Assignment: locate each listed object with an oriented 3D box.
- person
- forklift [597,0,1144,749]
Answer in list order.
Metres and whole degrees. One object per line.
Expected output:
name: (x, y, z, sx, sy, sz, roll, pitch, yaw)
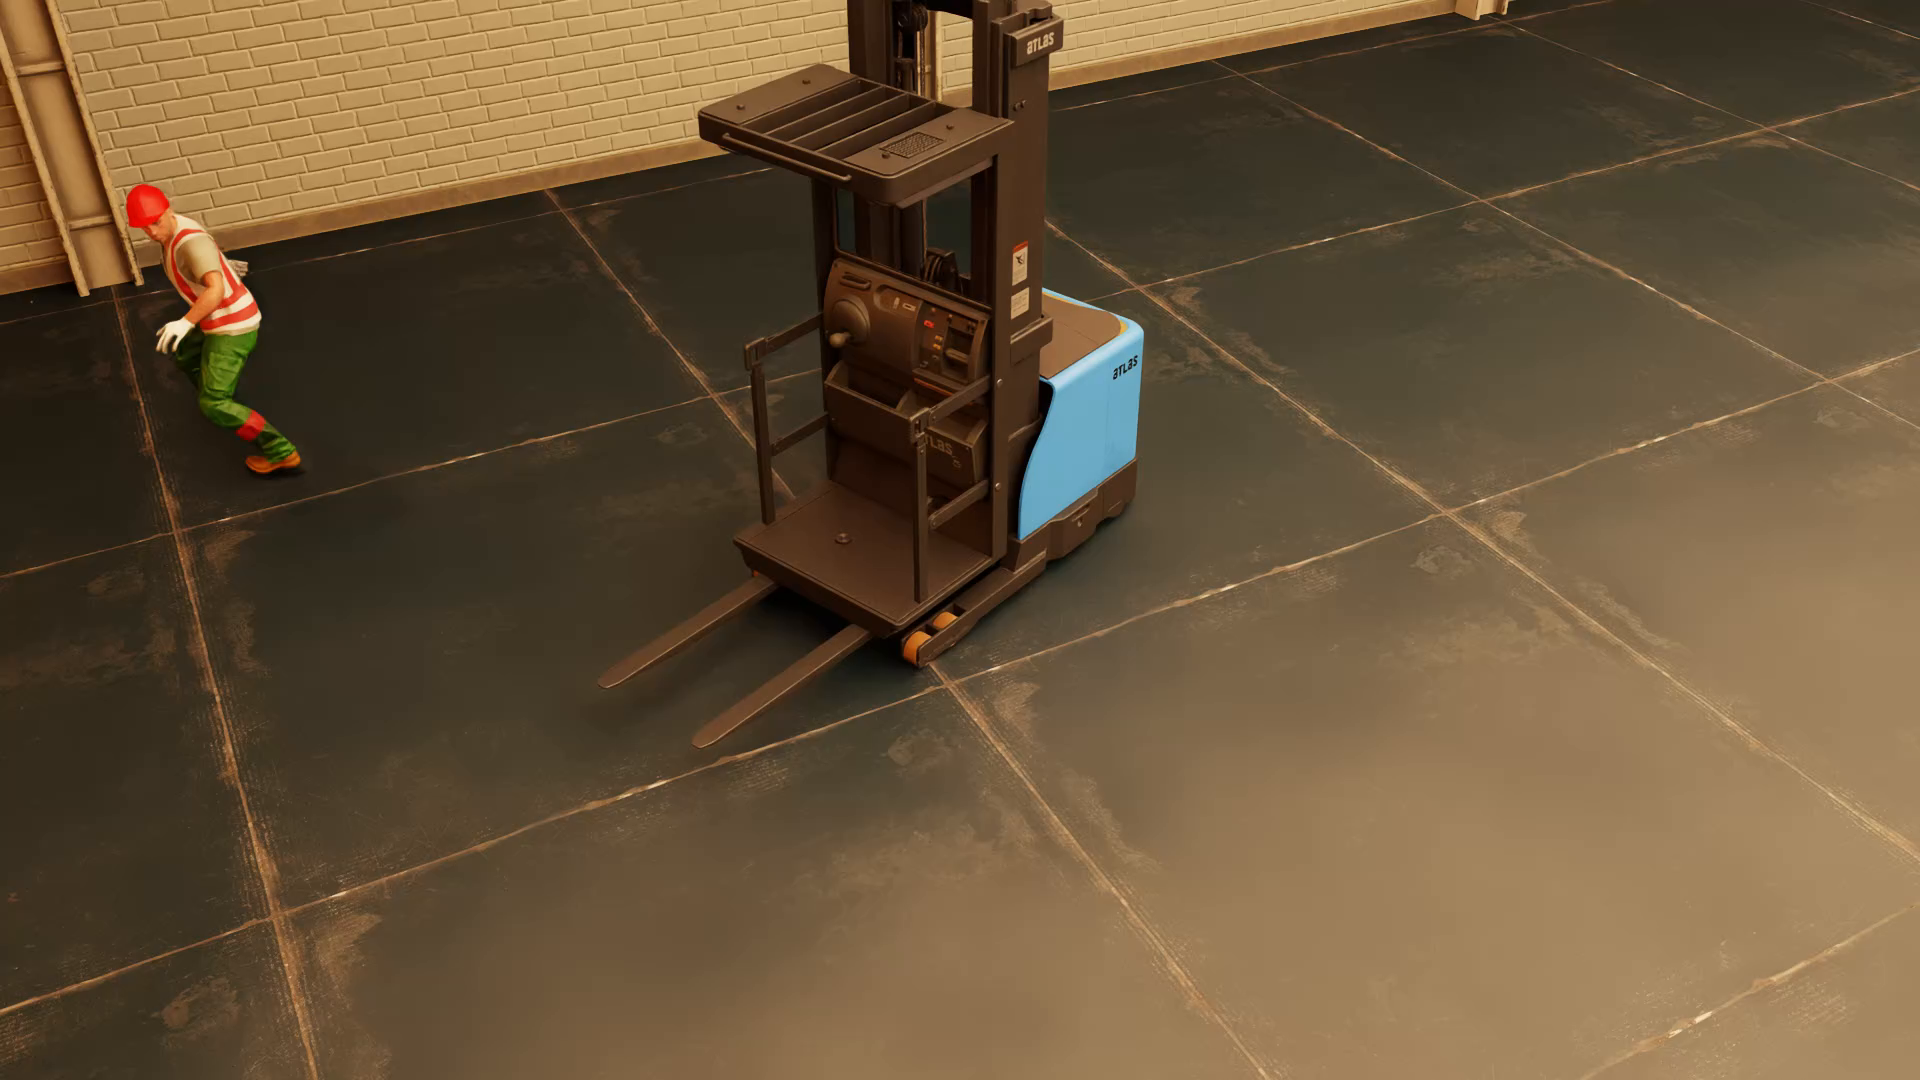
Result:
person: (-4.044, -1.149, 8.983, 0.591, 1.720, 1.100, -17, 39, -23)
forklift: (-0.390, -0.927, 7.434, 1.130, 2.935, 3.031, 26, 43, 31)
